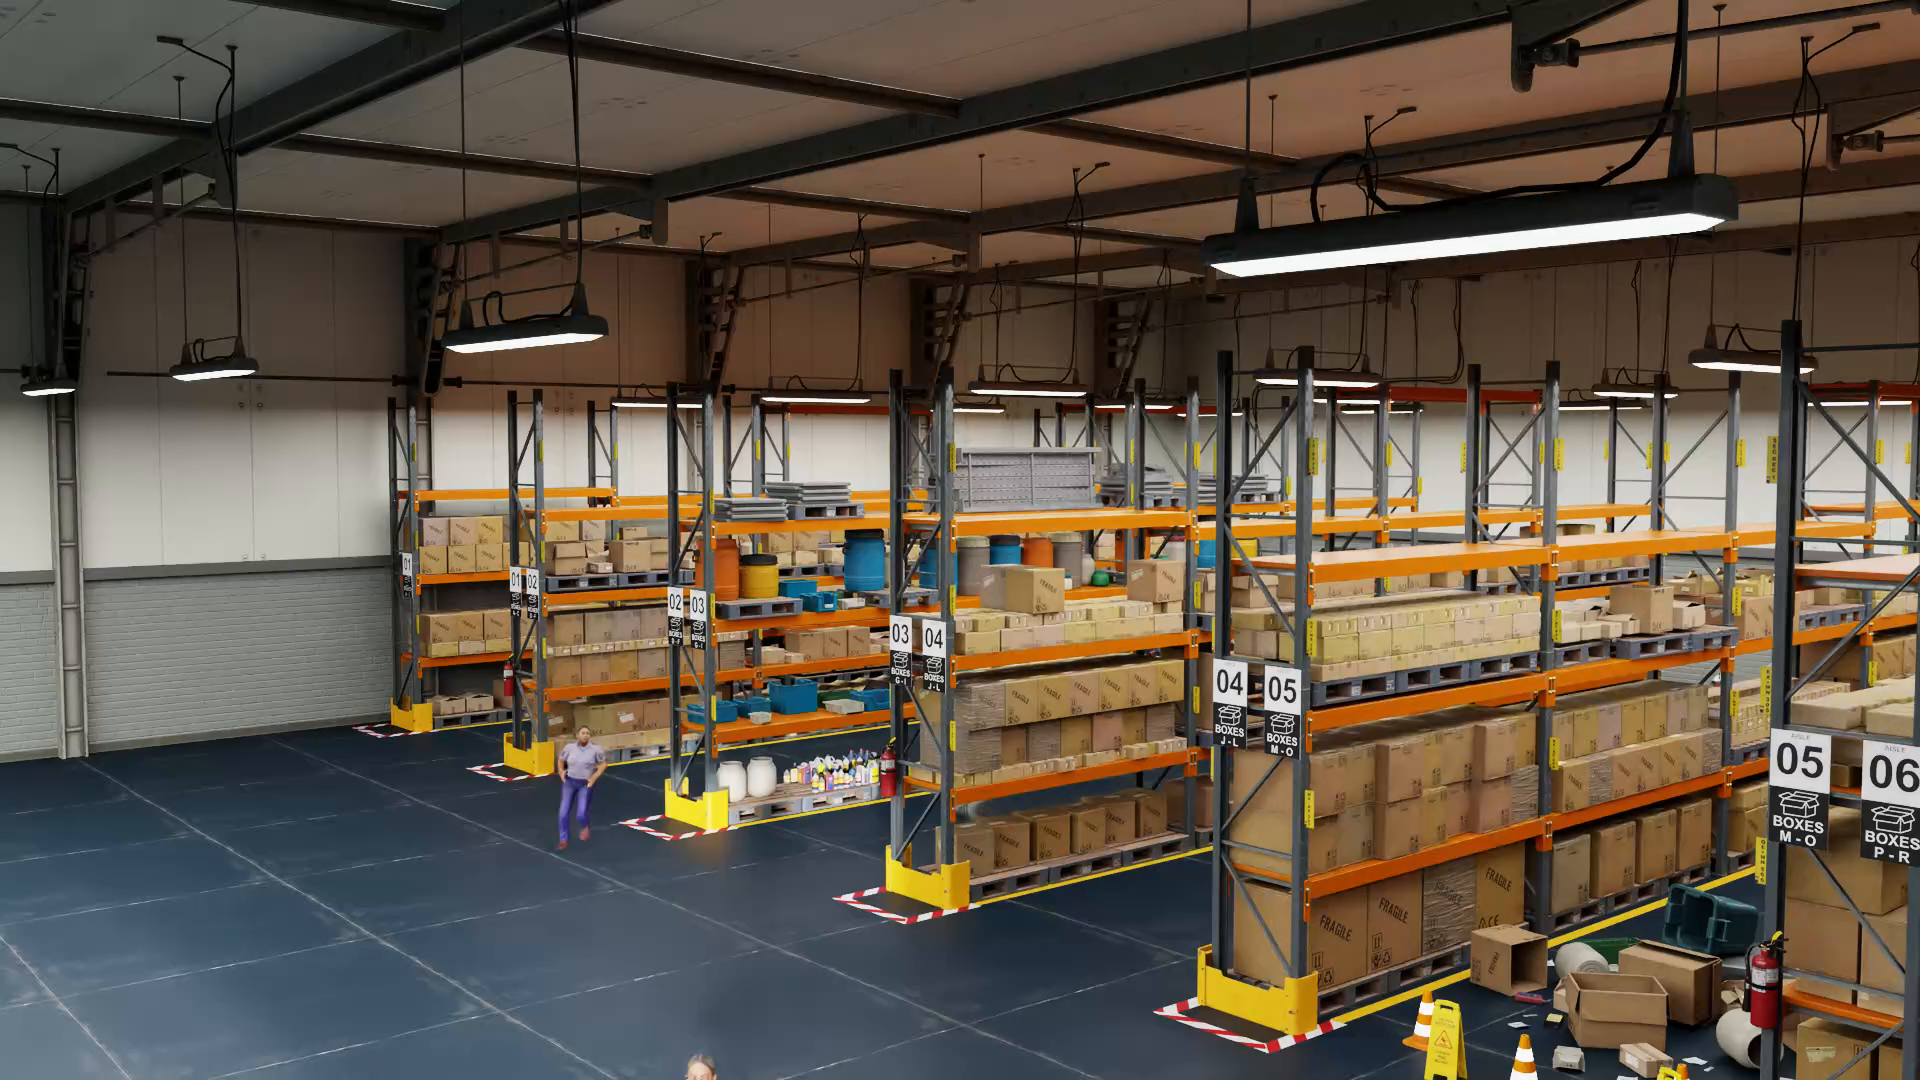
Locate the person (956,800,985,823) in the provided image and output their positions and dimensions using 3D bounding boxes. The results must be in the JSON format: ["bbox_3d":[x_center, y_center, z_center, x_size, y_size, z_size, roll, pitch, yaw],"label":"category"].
[{"bbox_3d":[0.117,3.052,21.155,0.664,1.733,0.589,3,4,41],"label":"person"}]

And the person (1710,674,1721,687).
[{"bbox_3d":[11.170,2.858,24.336,0.892,1.788,0.647,-2,4,-35],"label":"person"}]

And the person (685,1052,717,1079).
[{"bbox_3d":[-1.475,3.769,9.488,0.567,1.700,0.781,0,3,-3],"label":"person"}]

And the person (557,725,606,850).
[{"bbox_3d":[-4.854,3.146,21.256,0.609,1.575,0.532,0,3,-2],"label":"person"}]
